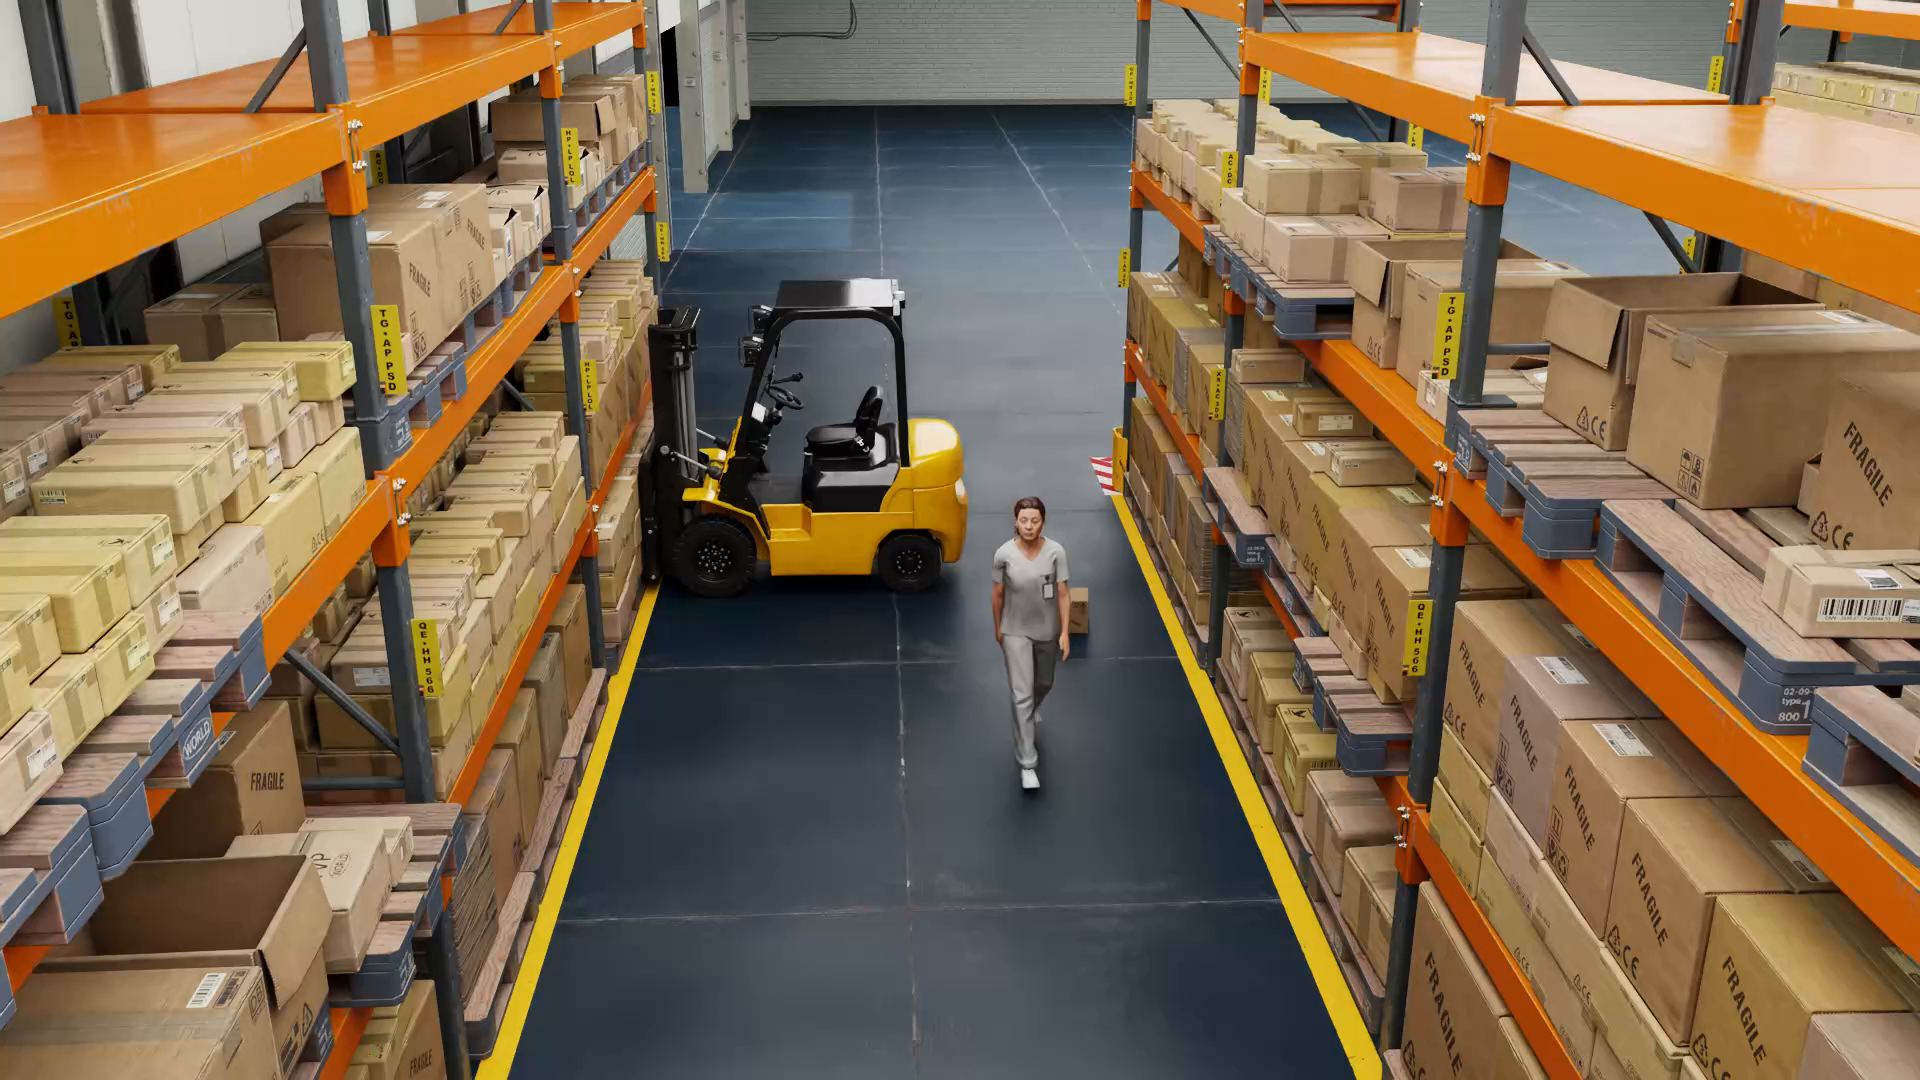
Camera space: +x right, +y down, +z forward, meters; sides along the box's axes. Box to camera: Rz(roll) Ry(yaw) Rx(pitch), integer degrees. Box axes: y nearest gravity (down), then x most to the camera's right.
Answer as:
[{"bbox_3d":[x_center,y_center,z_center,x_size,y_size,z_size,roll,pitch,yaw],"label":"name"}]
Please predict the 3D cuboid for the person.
[{"bbox_3d":[0.411,0.522,9.679,0.442,1.623,1.024,-3,21,-8],"label":"person"}]
